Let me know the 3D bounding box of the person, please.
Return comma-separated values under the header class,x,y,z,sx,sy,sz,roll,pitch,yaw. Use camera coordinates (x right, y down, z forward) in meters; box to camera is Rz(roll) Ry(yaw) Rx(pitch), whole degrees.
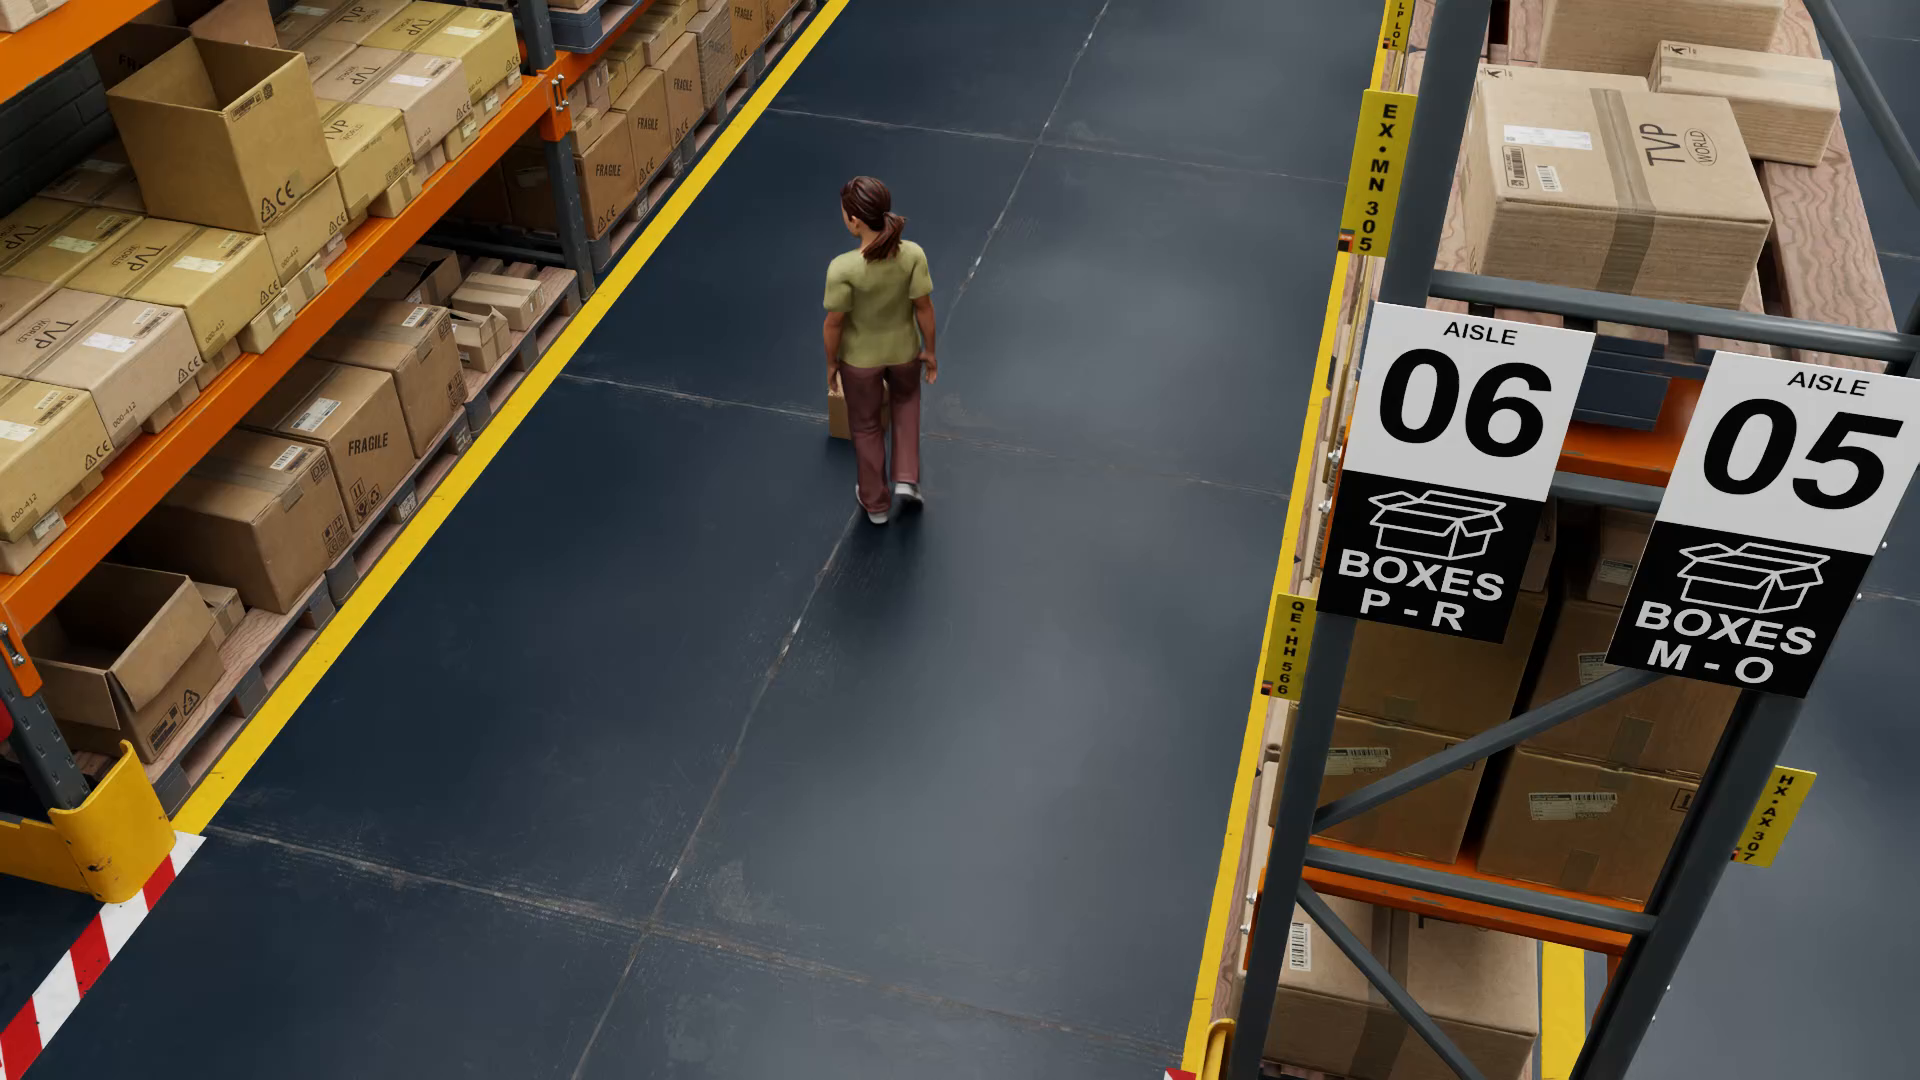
class,x,y,z,sx,sy,sz,roll,pitch,yaw
person,-0.355,-0.770,7.036,0.475,1.715,0.438,-13,43,-14
